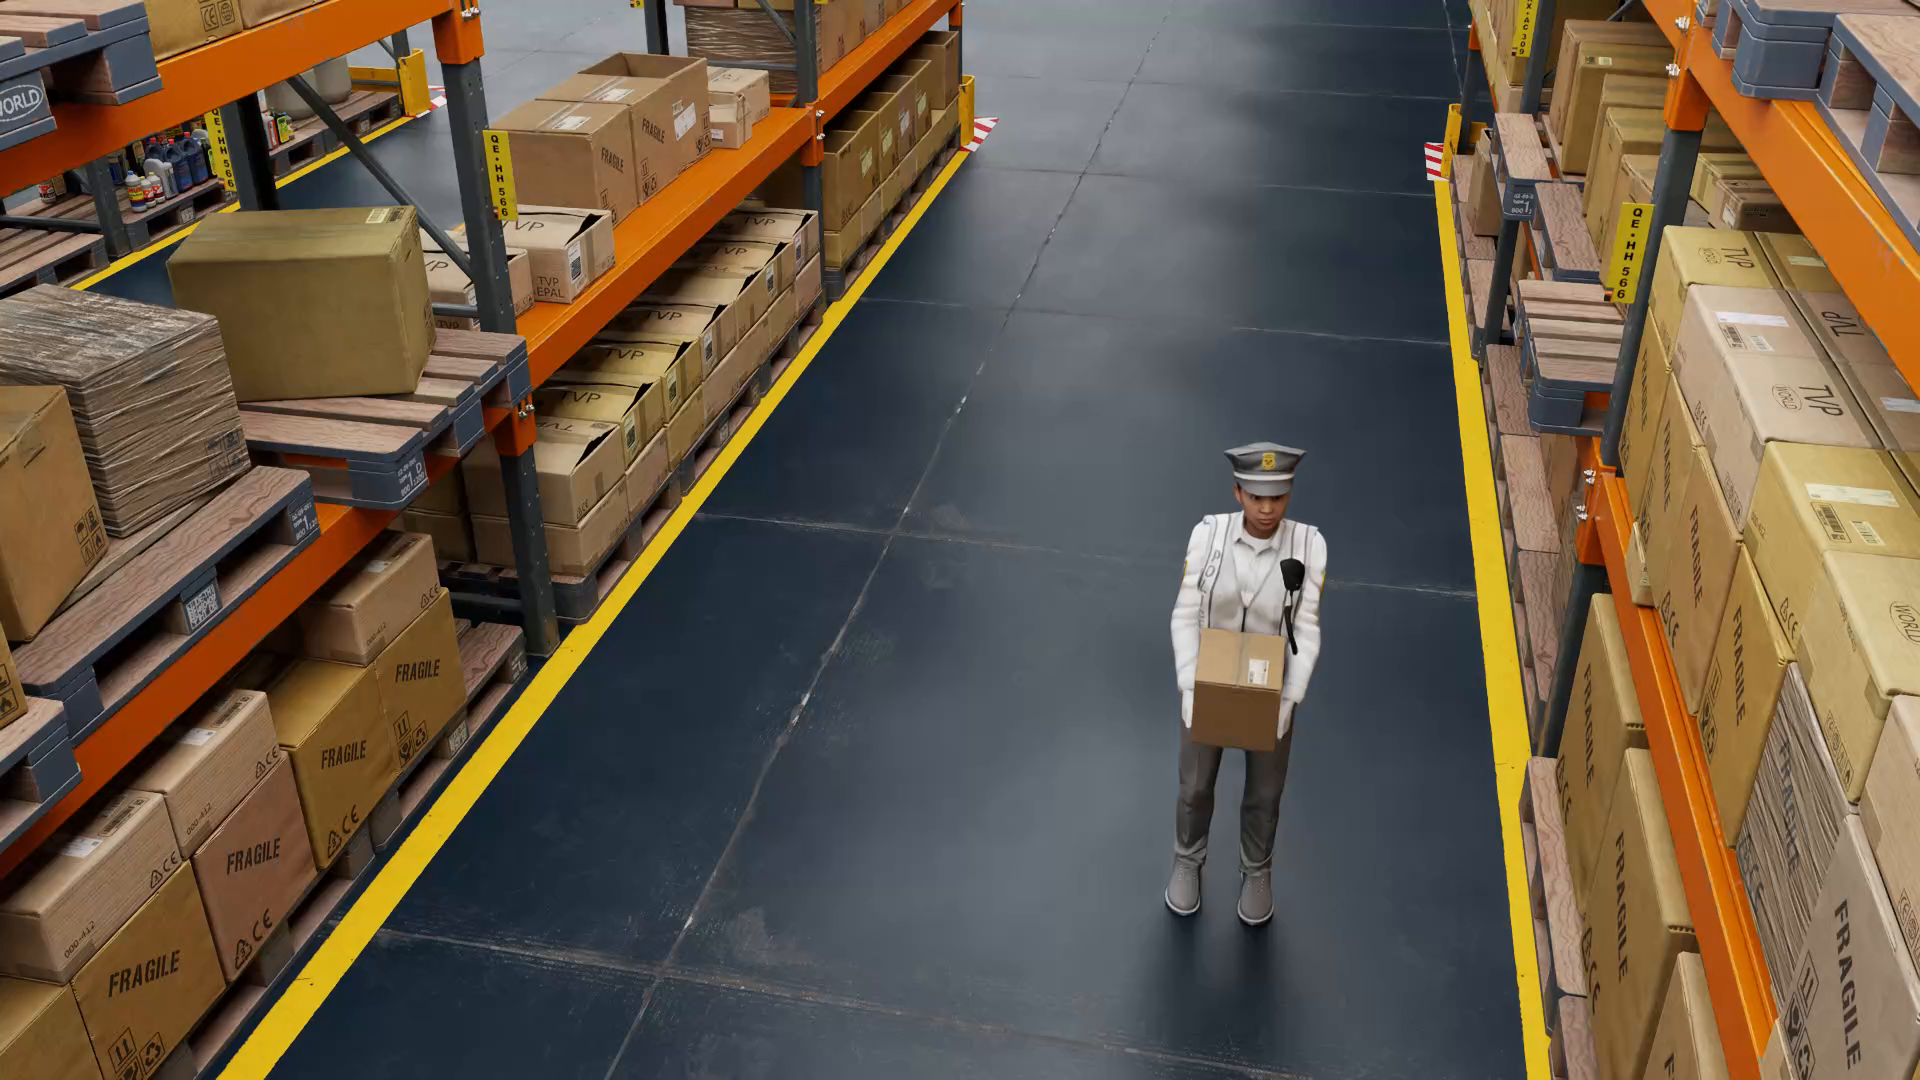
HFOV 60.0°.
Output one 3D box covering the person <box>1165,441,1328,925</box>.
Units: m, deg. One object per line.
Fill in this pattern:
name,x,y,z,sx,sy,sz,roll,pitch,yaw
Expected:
person,0.873,0.490,5.219,0.459,1.688,0.543,6,30,11
